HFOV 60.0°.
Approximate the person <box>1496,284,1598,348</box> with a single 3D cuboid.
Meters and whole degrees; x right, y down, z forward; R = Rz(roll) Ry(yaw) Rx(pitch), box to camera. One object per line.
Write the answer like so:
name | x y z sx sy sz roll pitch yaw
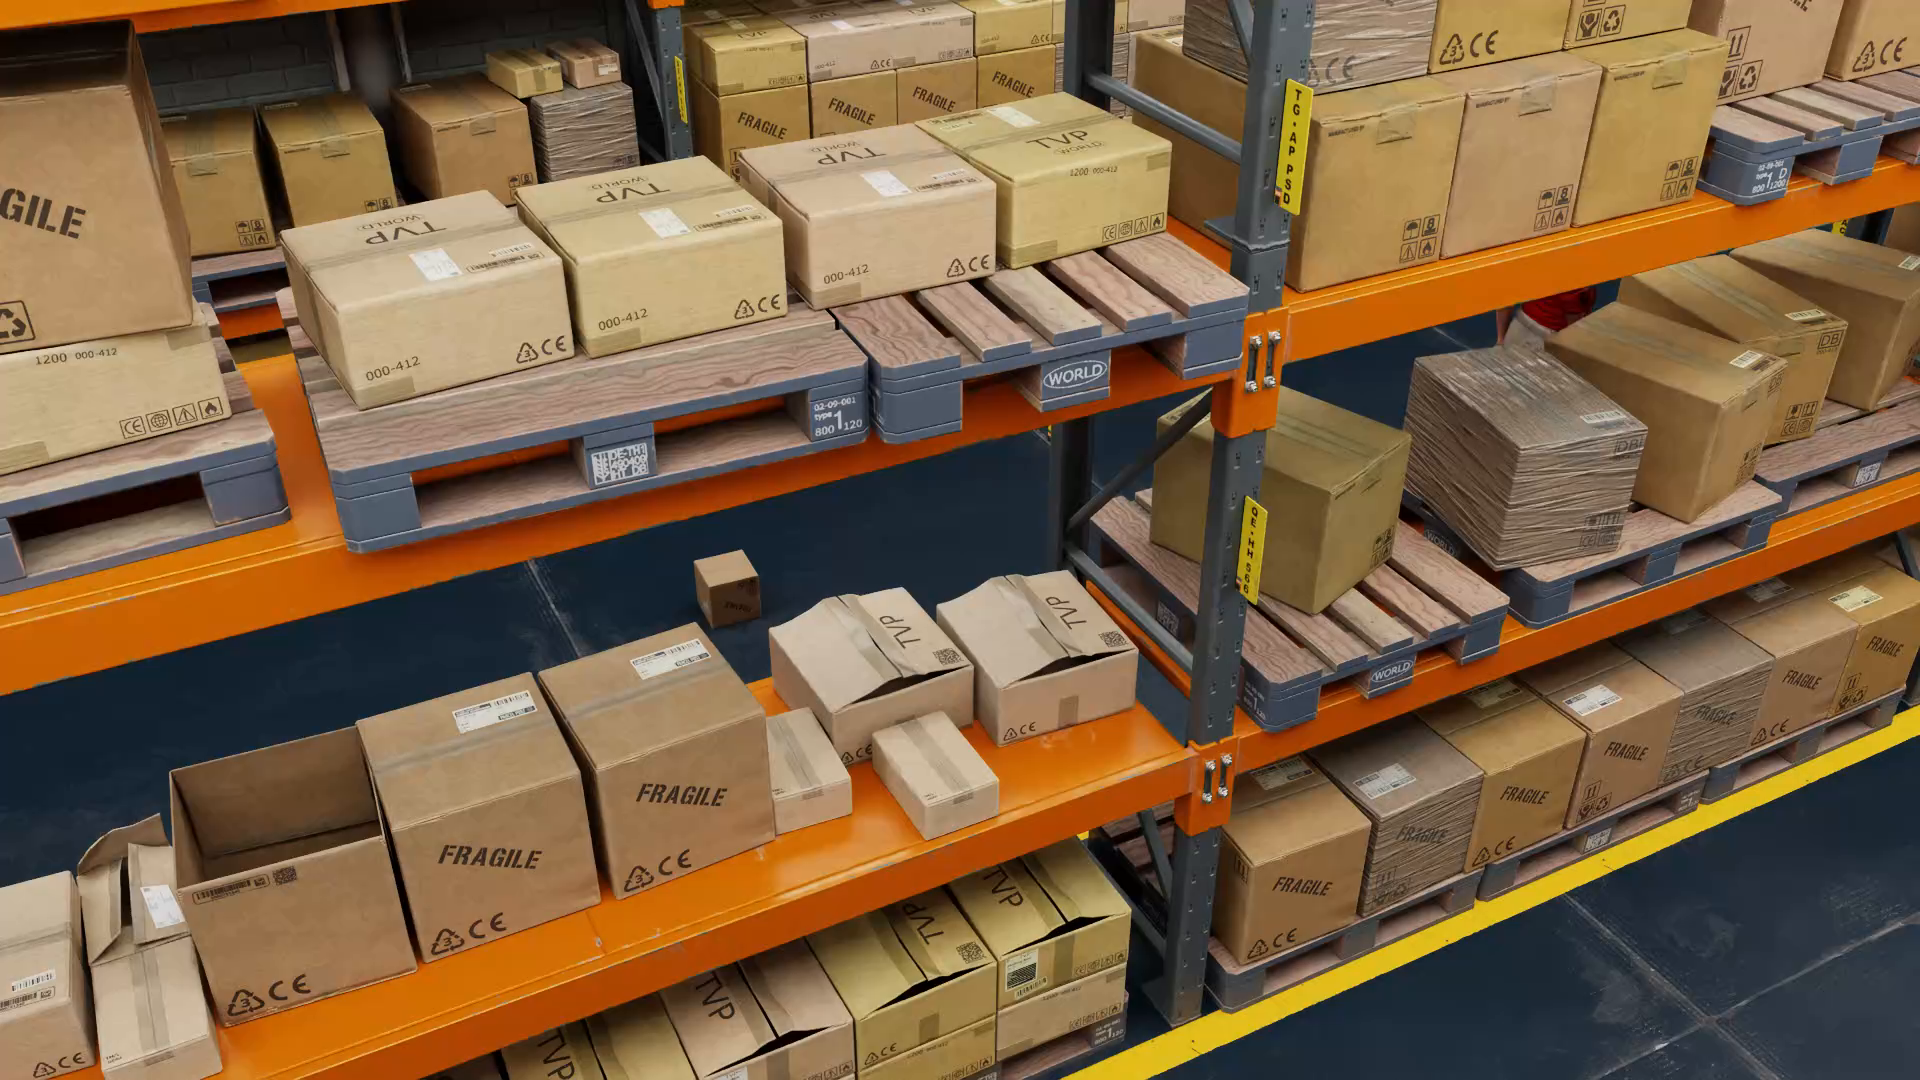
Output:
person | 3.025 -1.004 8.692 0.815 1.693 0.524 -12 35 -18
